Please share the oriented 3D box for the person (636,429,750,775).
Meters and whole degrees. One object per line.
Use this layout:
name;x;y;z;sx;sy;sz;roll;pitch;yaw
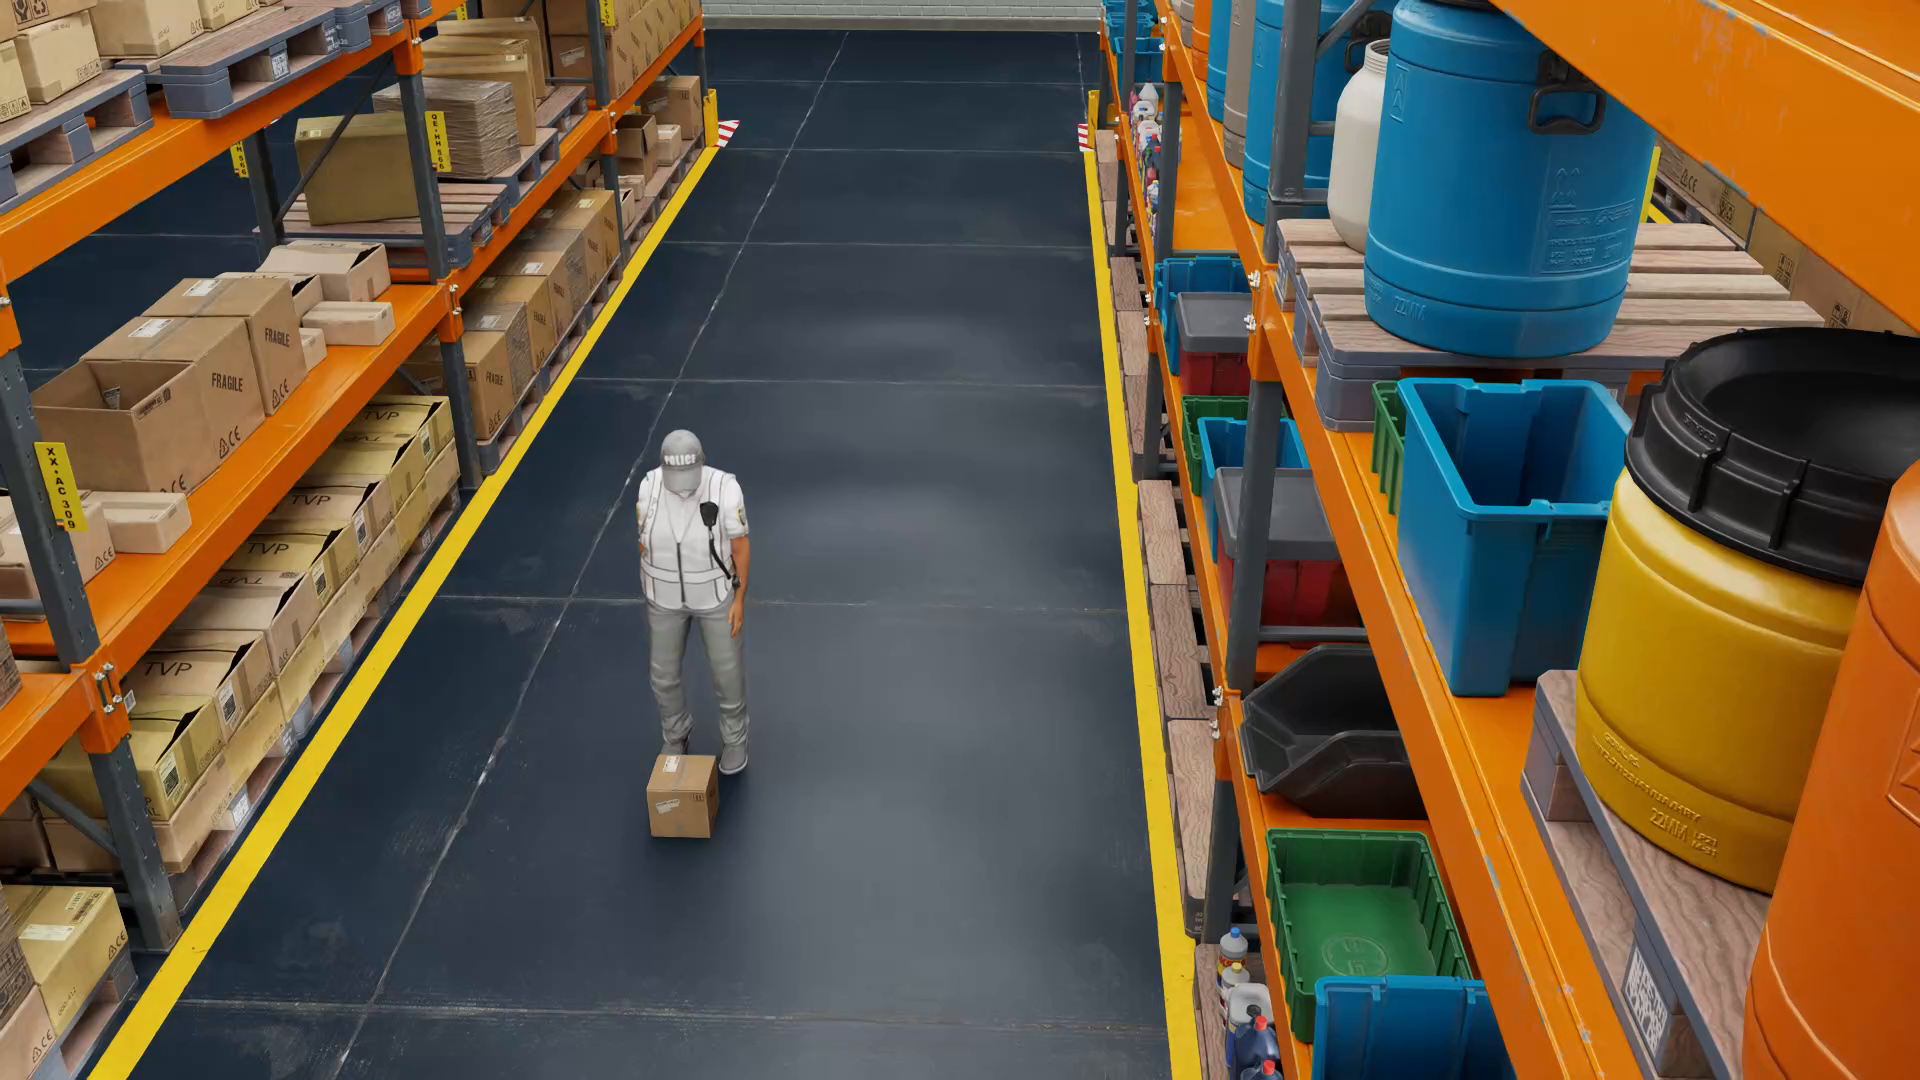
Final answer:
person;-1.131;0.259;7.170;0.483;1.643;0.429;2;28;3
